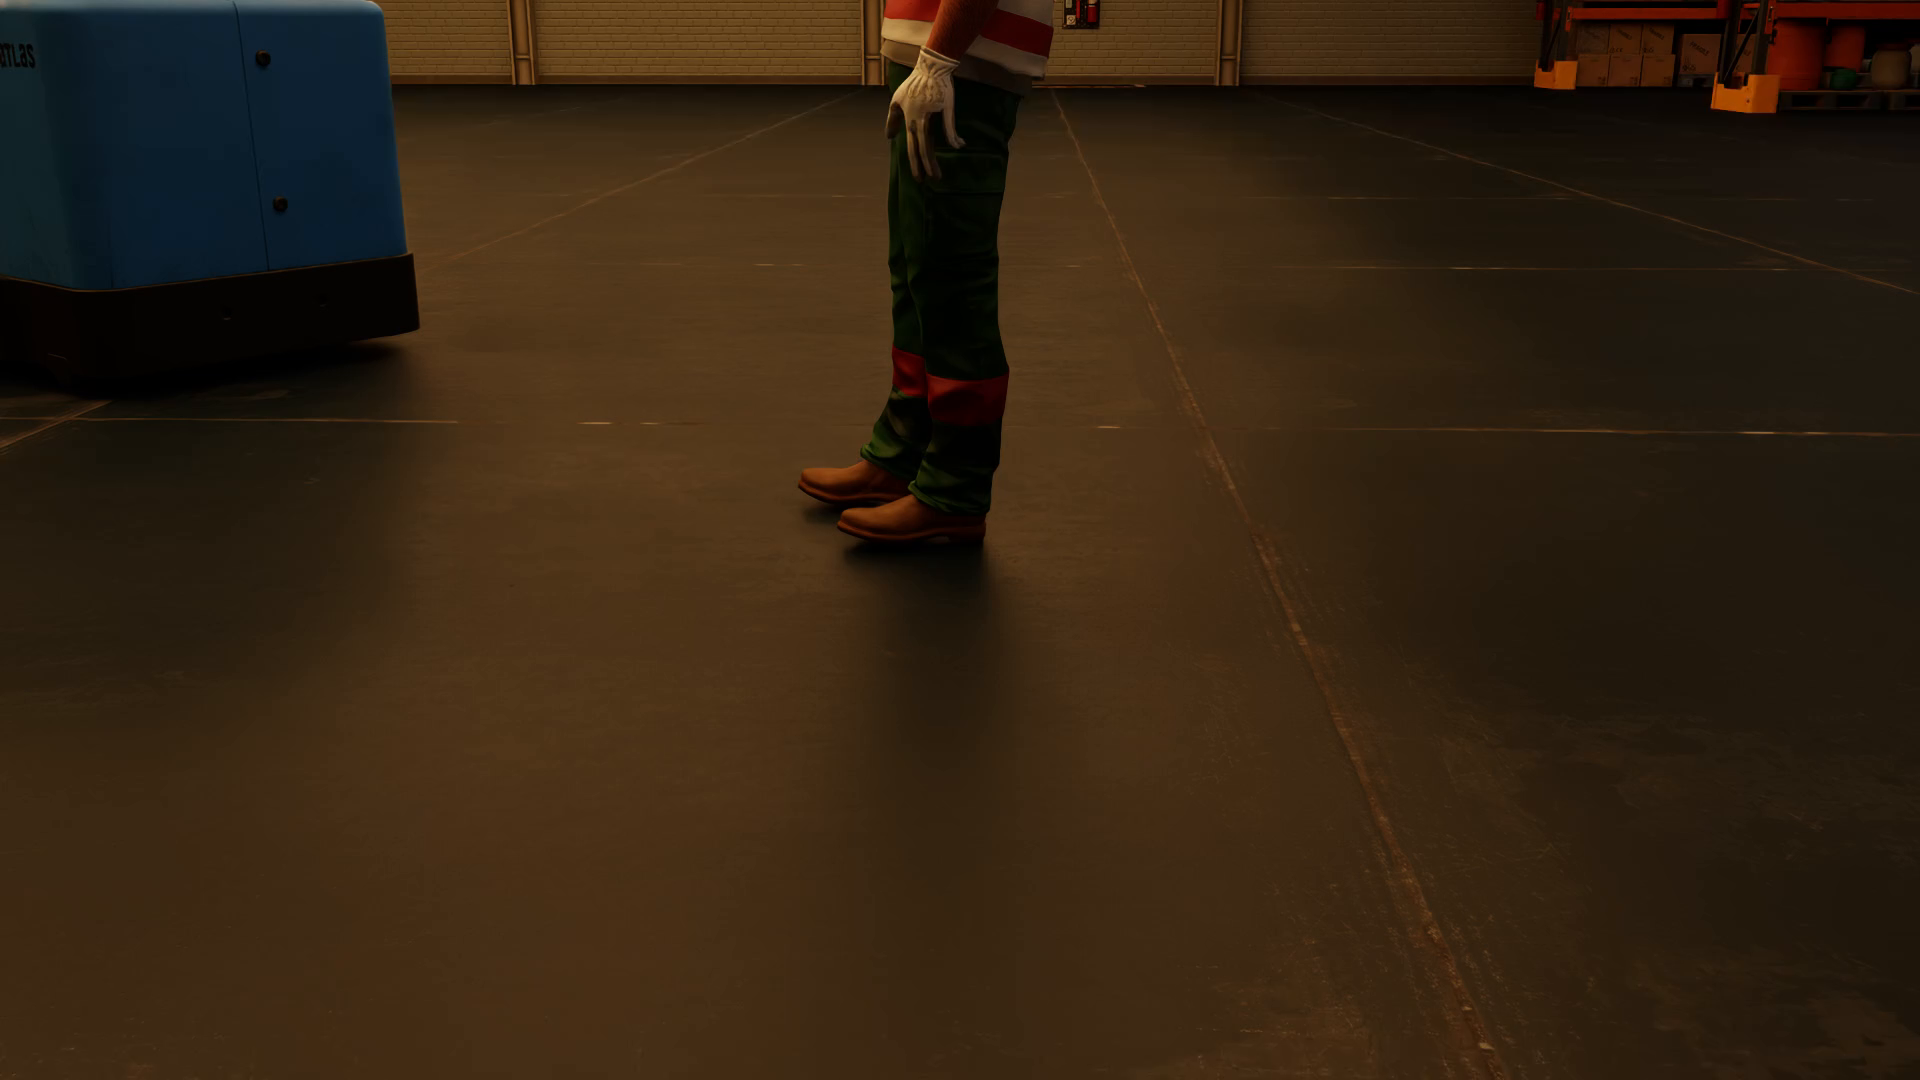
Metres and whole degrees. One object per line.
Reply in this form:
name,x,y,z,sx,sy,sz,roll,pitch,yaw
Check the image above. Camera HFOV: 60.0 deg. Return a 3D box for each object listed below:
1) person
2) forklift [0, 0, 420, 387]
person,-0.080,-0.866,3.118,0.562,1.790,0.637,1,17,2
forklift,-3.190,-2.161,5.389,3.031,2.935,1.130,13,22,36
